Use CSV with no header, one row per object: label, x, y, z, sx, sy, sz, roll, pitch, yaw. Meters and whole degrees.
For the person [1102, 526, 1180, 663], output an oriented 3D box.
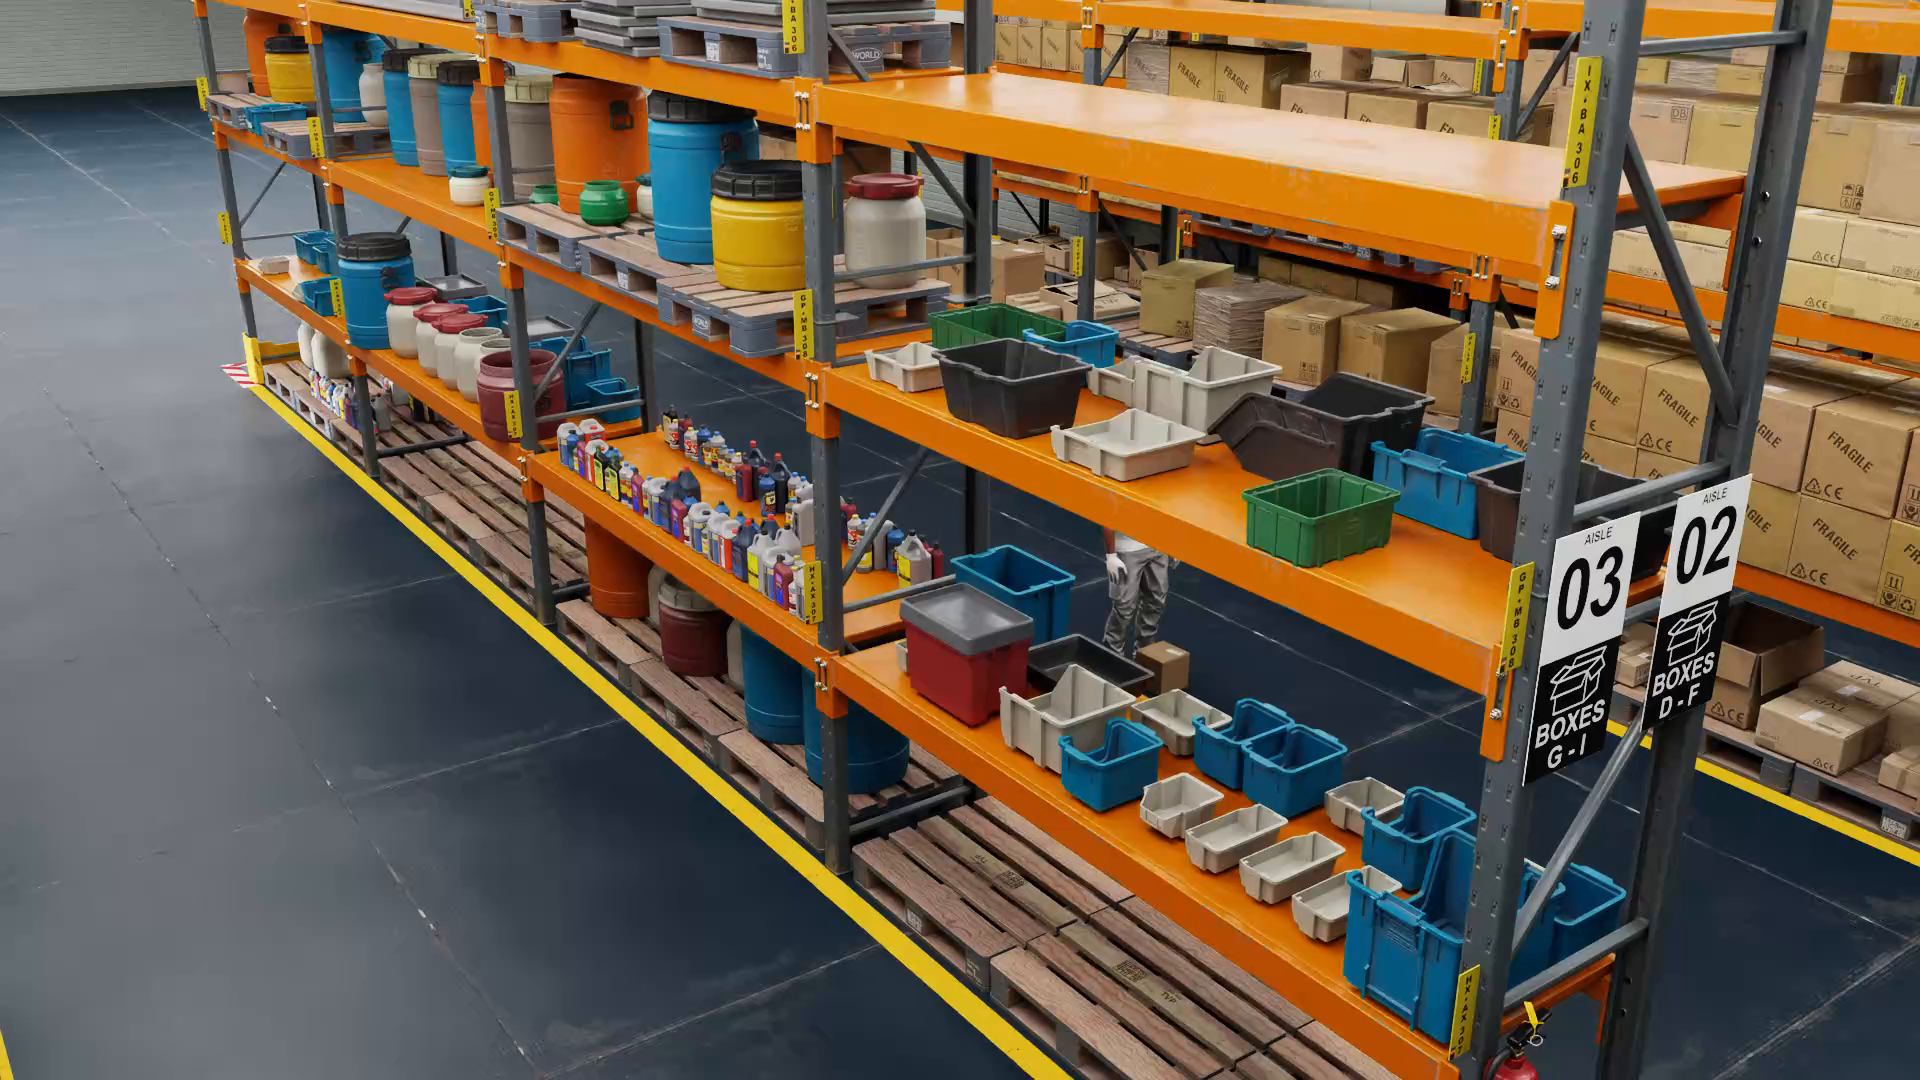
person,1.188,0.076,10.871,0.616,1.775,0.447,-14,25,-33
